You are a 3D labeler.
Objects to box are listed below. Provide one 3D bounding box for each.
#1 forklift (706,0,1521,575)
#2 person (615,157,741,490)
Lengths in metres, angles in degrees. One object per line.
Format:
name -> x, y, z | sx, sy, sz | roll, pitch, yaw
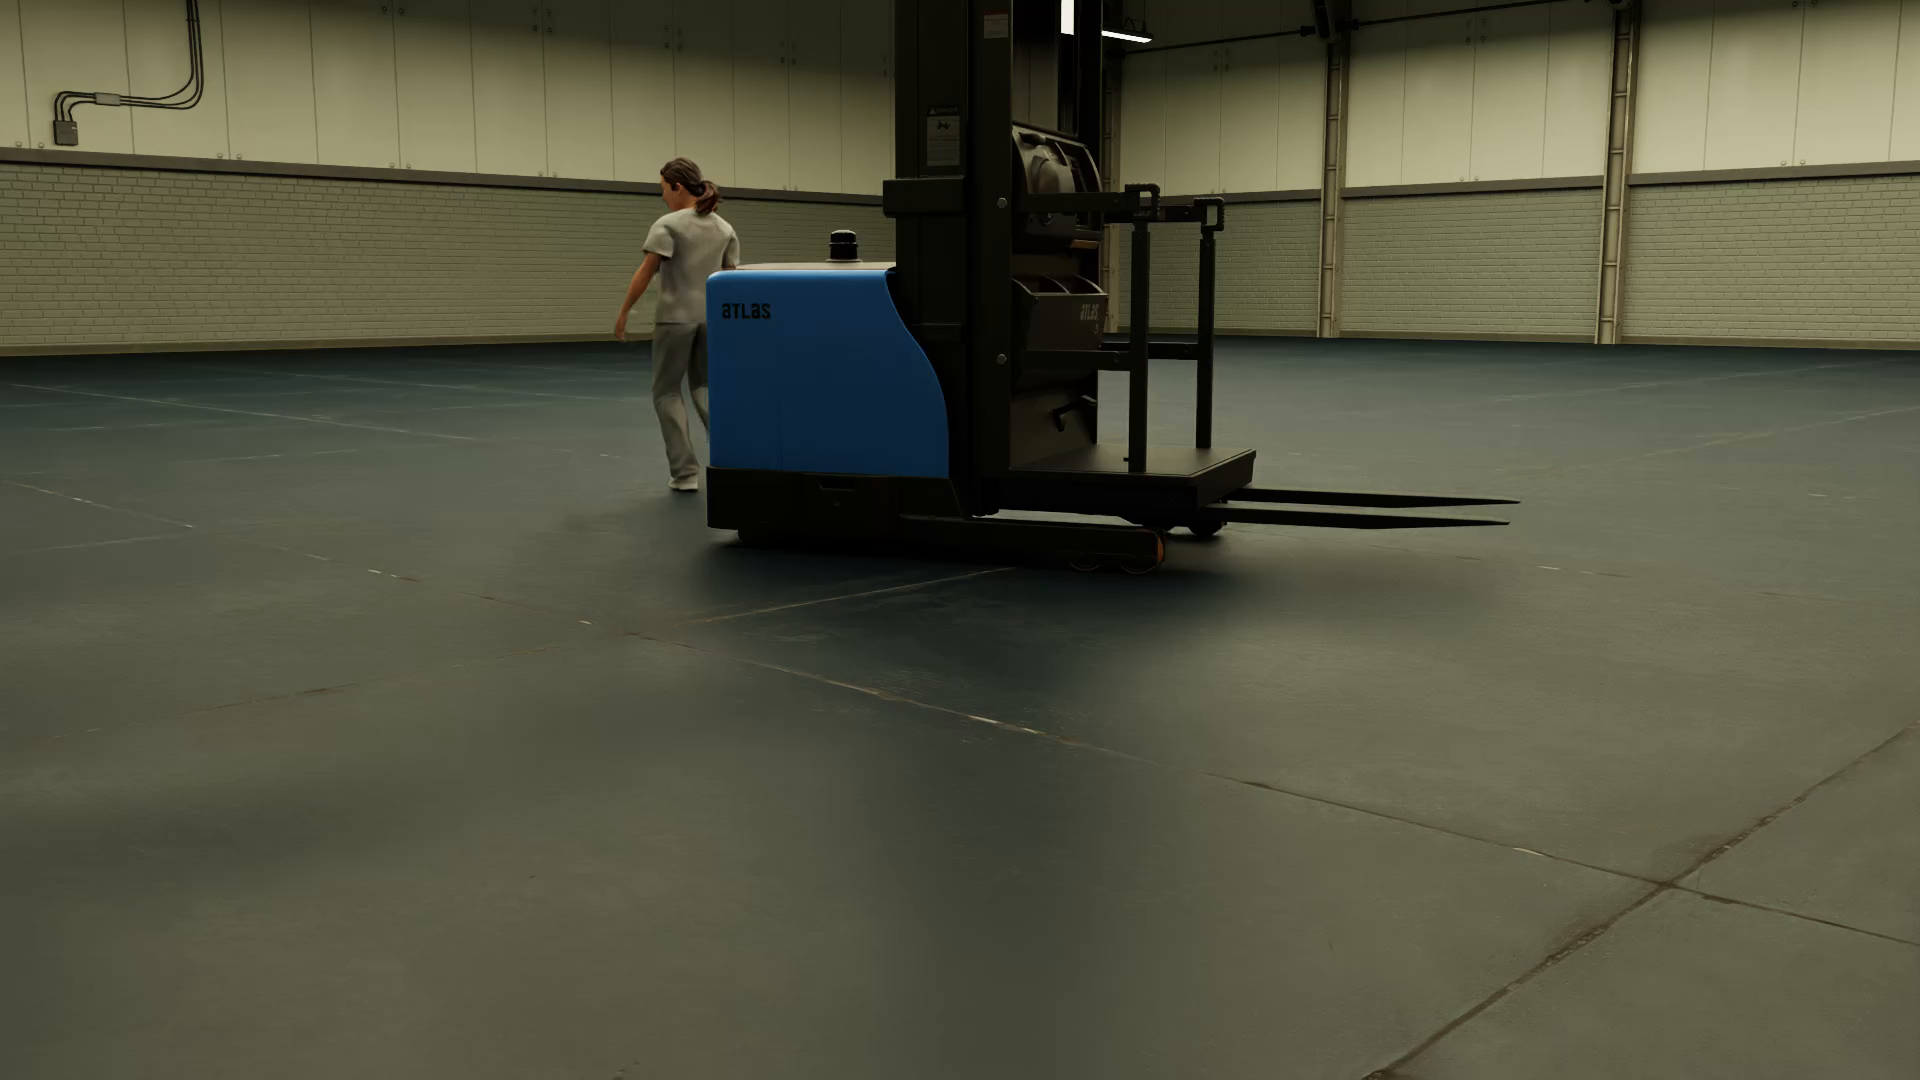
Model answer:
forklift -> 0.565, -1.416, 6.275 | 3.031, 2.935, 1.130 | 3, 9, 22
person -> -1.400, -1.061, 8.265 | 0.670, 1.644, 0.463 | -5, 10, -31
